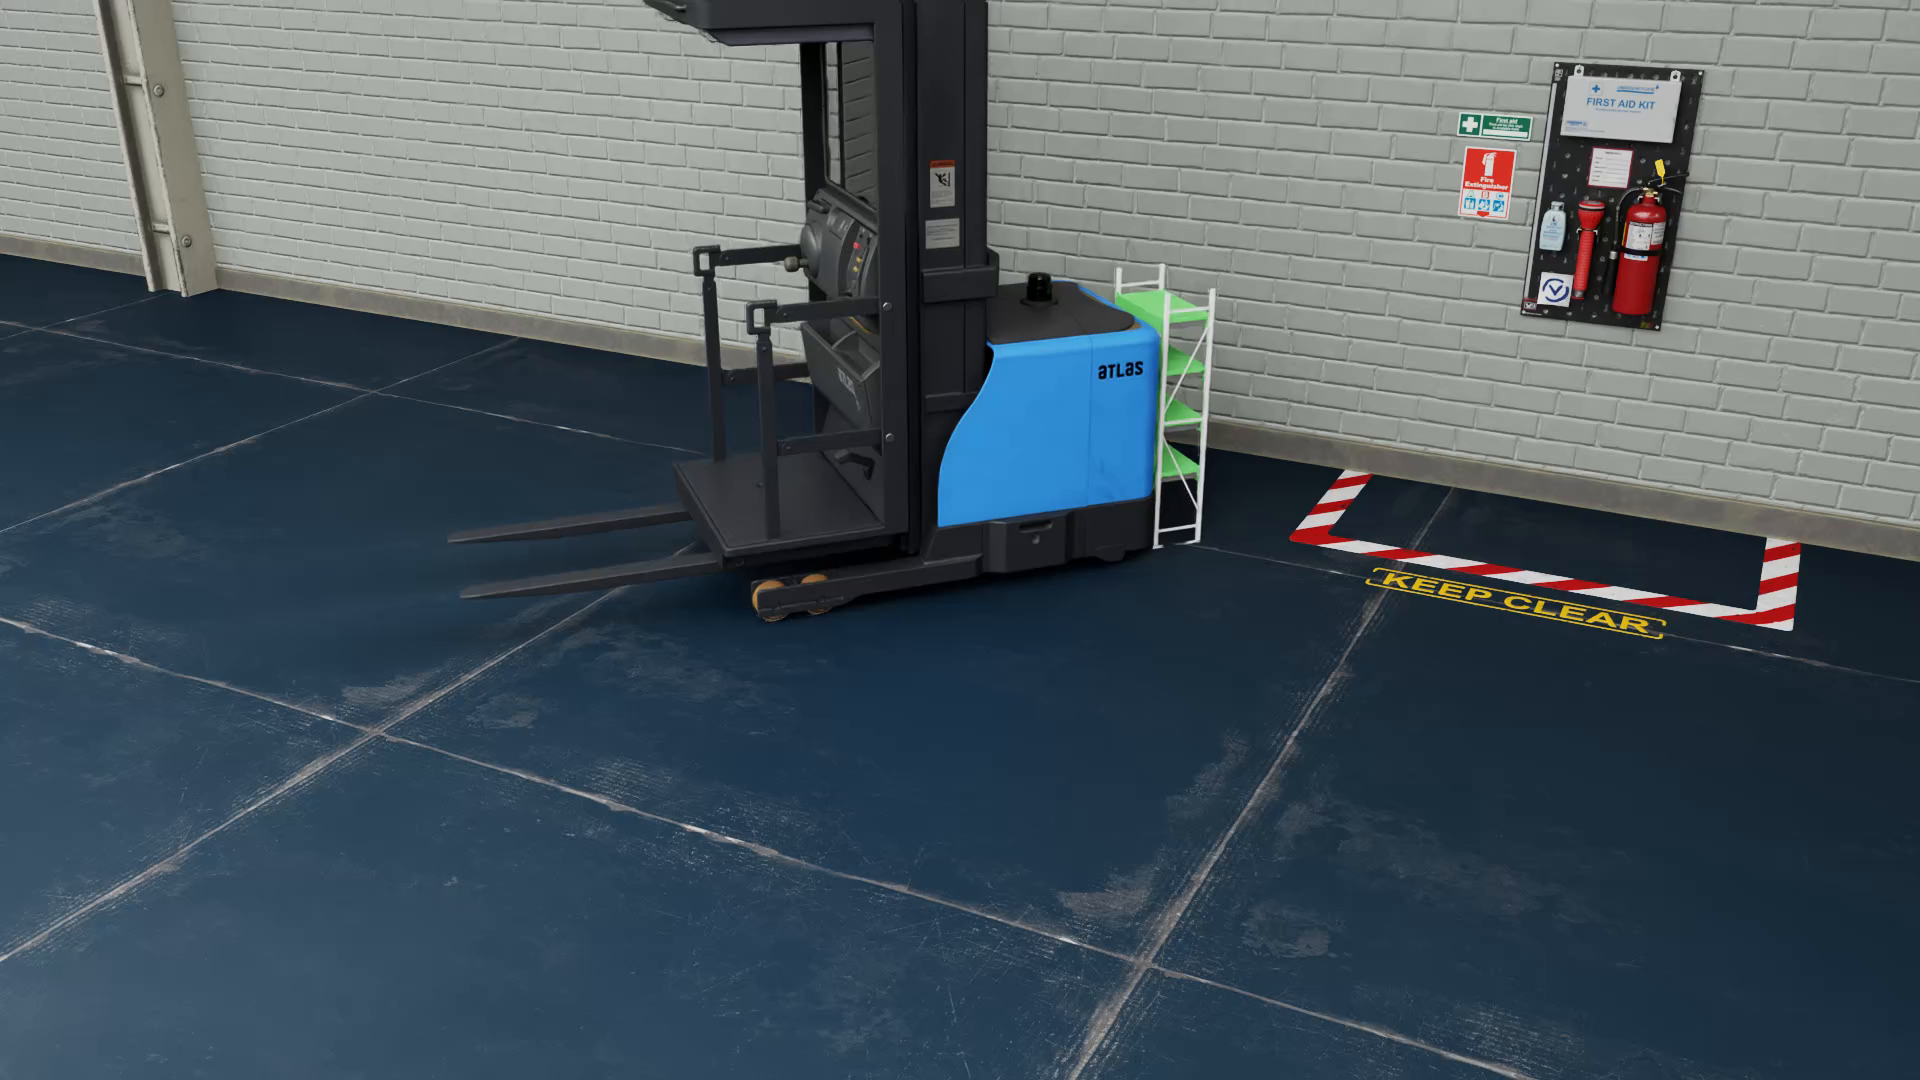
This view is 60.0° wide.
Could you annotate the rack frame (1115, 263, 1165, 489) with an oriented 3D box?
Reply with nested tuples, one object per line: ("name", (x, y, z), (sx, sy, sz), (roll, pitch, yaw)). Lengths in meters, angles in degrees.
("rack frame", (0.831, -0.709, 7.884), (0.240, 1.200, 0.015), (-8, 24, -19))

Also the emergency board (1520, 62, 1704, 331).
("emergency board", (2.922, -1.526, 7.505), (0.643, 1.169, 0.194), (11, 25, 25))

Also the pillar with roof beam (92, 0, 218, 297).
("pillar with roof beam", (-7.542, -4.452, 6.721), (0.400, 9.000, 9.100), (11, 25, 25))

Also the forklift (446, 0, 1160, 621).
("forklift", (-0.693, -1.242, 6.926), (3.031, 2.935, 1.130), (-8, 24, -19))

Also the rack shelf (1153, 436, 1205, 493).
("rack shelf", (0.916, -0.340, 7.792), (0.258, 0.148, 0.480), (-8, 24, -19))

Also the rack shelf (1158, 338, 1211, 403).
("rack shelf", (0.916, -0.782, 7.604), (0.258, 0.148, 0.480), (-8, 24, -19))

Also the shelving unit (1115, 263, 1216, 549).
("shelving unit", (0.916, -0.619, 7.673), (0.258, 1.200, 0.503), (-8, 24, -19))

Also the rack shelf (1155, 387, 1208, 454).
("rack shelf", (0.916, -0.561, 7.698), (0.258, 0.148, 0.480), (-8, 24, -19))

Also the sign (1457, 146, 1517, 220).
("sign", (2.475, -1.676, 7.812), (0.234, 0.329, 0.001), (11, 25, 25))

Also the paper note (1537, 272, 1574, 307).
("paper note", (2.795, -1.176, 7.808), (0.142, 0.148, 0.016), (11, 25, 25))

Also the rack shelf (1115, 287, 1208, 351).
("rack shelf", (0.916, -1.002, 7.510), (0.258, 0.148, 0.480), (-8, 24, -19))

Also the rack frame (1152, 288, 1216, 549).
("rack frame", (1.001, -0.530, 7.463), (0.240, 1.200, 0.015), (-8, 24, -19))

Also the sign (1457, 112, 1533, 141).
("sign", (2.475, -1.916, 7.699), (0.331, 0.109, 0.001), (11, 25, 25))
